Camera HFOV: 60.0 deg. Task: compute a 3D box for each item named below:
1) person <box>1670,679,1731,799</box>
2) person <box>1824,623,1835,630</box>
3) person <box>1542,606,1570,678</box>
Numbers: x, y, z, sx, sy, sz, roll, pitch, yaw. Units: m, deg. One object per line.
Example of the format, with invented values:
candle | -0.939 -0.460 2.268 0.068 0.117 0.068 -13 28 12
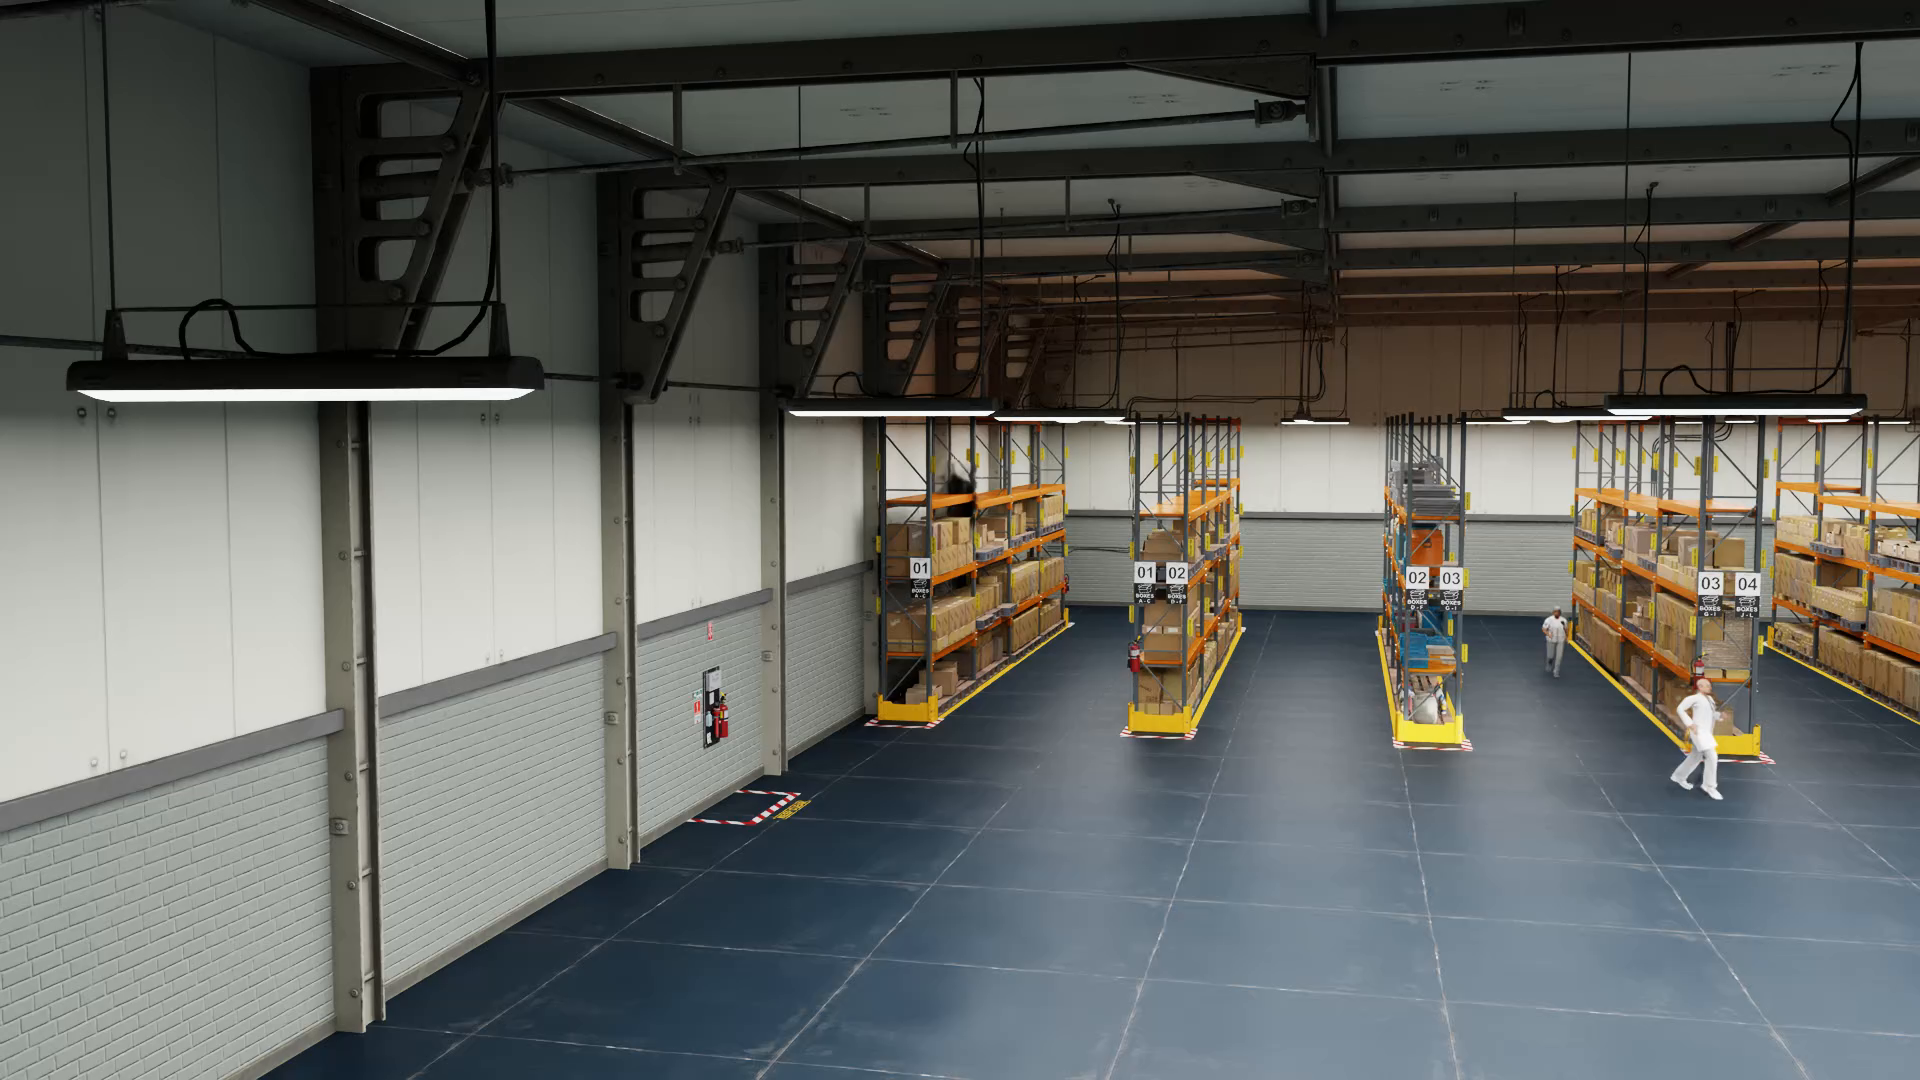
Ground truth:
person | 11.543 3.082 25.951 0.881 1.850 0.688 3 5 42
person | 23.113 1.919 44.215 0.605 1.617 0.575 -1 4 -21
person | 13.698 2.328 38.212 0.604 1.624 0.601 1 4 11
